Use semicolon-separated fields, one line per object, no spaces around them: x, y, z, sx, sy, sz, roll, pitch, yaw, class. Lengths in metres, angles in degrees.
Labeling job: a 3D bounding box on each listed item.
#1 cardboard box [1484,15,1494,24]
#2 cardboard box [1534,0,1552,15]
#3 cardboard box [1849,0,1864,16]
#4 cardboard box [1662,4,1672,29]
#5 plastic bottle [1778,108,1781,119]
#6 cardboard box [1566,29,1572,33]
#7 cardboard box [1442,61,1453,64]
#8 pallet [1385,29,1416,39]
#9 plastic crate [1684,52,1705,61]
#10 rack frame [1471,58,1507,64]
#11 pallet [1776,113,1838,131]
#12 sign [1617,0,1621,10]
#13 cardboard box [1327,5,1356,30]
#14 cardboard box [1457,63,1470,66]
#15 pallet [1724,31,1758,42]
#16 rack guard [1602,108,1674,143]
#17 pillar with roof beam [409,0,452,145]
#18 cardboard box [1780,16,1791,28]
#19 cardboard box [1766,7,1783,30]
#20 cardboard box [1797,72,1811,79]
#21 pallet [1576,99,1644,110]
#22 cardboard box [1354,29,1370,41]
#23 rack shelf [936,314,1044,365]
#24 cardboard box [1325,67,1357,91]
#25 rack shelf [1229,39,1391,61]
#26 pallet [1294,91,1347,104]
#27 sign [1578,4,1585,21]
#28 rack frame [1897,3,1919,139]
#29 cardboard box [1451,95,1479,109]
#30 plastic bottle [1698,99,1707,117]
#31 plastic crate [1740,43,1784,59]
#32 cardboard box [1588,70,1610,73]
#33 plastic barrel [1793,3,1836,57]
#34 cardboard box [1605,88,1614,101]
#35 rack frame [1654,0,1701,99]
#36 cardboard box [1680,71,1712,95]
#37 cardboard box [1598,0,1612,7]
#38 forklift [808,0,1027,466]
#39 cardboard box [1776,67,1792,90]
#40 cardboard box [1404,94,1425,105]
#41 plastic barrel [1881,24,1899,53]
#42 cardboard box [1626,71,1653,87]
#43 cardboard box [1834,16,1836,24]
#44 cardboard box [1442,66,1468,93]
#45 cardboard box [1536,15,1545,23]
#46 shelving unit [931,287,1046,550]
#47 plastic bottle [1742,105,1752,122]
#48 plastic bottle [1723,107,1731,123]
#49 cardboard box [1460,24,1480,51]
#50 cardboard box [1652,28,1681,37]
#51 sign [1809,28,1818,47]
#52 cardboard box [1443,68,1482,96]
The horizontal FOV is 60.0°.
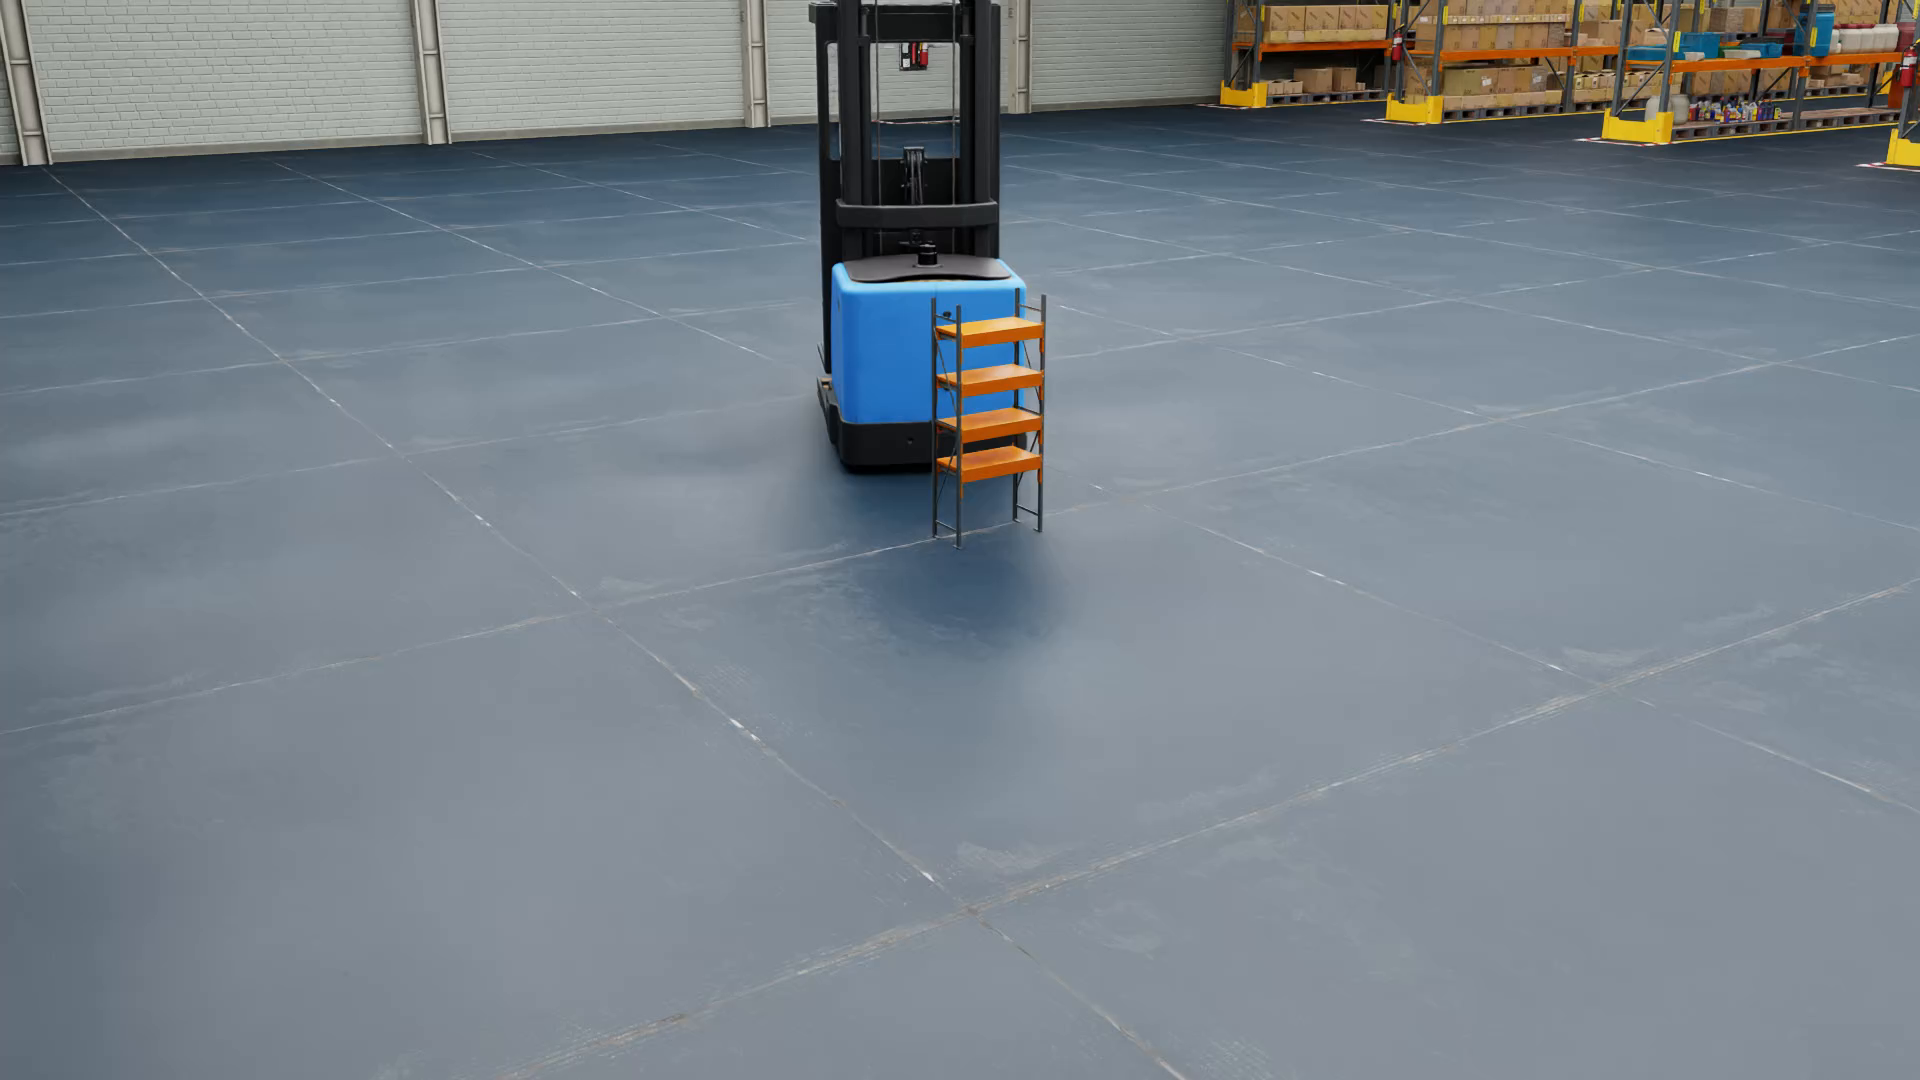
10.159;-10.144;32.397;0.250;0.149;0.380;-13;23;-33;cardboard box
11.404;-10.793;33.304;0.500;0.500;0.700;-12;22;-32;cardboard box
20.713;-12.511;38.849;0.500;0.500;0.500;-11;22;-30;cardboard box
17.823;-13.525;43.098;0.700;0.700;0.980;-13;23;-34;cardboard box
14.782;-7.710;30.049;0.097;0.201;0.097;0;19;0;plastic bottle
14.934;-12.577;41.123;0.250;0.149;0.380;-13;22;-33;cardboard box
11.295;-11.392;39.303;0.500;0.250;0.500;-12;22;-32;cardboard box
10.183;-11.629;38.259;1.213;0.211;1.003;-12;22;-31;pallet
12.497;-8.217;28.277;0.250;0.136;0.298;-12;22;-31;plastic crate
12.805;-12.329;40.029;0.127;3.000;1.000;-12;22;-31;rack frame
15.548;-7.802;30.993;1.213;0.211;1.003;-12;22;-31;pallet
16.453;-13.401;41.516;0.005;0.325;0.100;-12;22;-31;sign
8.400;-11.577;36.837;0.500;0.500;0.500;-13;22;-33;cardboard box
11.739;-11.153;39.766;0.500;0.500;0.700;-12;22;-31;cardboard box
17.155;-11.257;37.160;1.213;0.211;1.003;-12;22;-31;pallet
11.610;-7.112;28.500;0.348;0.500;1.175;-12;22;-31;rack guard
-6.433;-9.794;23.165;0.400;9.000;9.100;-12;22;-31;pillar with roof beam
19.150;-11.913;38.644;0.500;0.500;0.500;-11;22;-31;cardboard box
18.355;-11.932;38.043;0.700;0.500;0.500;14;23;35;cardboard box
19.820;-10.952;39.468;0.500;0.311;0.500;-12;22;-31;cardboard box
13.806;-9.335;35.529;1.213;0.211;1.003;-12;22;-31;pallet
8.815;-11.313;37.226;0.500;0.250;0.500;-12;22;-31;cardboard box
0.138;-0.970;8.013;0.480;0.148;0.258;-12;22;-31;rack shelf
8.620;-10.455;37.703;0.500;0.500;0.500;-14;23;-35;cardboard box
7.794;-10.931;37.019;4.000;0.370;1.077;-12;22;-31;rack shelf
7.903;-9.959;37.375;1.213;0.211;1.003;-12;22;-31;pallet
12.499;-10.599;33.438;0.005;0.325;0.100;-12;22;-31;sign
14.297;-6.945;24.104;0.127;3.000;1.000;-12;22;-31;rack frame
9.837;-8.616;32.684;0.500;0.250;0.500;-12;22;-31;cardboard box
13.343;-7.756;29.952;0.185;0.351;0.144;-11;22;-29;plastic bottle
14.138;-8.636;29.339;0.616;0.251;0.499;-12;22;-31;plastic crate
13.644;-9.878;35.542;0.500;0.311;0.500;-12;22;-32;cardboard box
15.403;-9.199;29.988;0.708;0.901;0.600;-12;22;-31;plastic barrel
13.524;-9.383;34.953;0.500;0.250;0.500;-13;22;-33;cardboard box
15.533;-11.005;36.112;0.127;3.000;1.000;-12;22;-31;rack frame
16.070;-10.033;36.453;0.500;0.500;0.500;-11;22;-29;cardboard box
15.897;-13.436;41.481;0.500;0.250;0.500;-11;22;-30;cardboard box
-0.339;-2.232;10.271;1.130;2.935;3.031;-3;19;-8;forklift
18.619;-10.570;38.042;0.500;0.500;0.500;-12;22;-32;cardboard box
9.137;-8.665;32.830;0.500;0.250;0.500;-12;22;-31;cardboard box
17.512;-9.494;31.468;0.421;0.512;0.421;0;19;0;plastic barrel
14.377;-9.827;35.391;0.500;0.311;0.500;-12;22;-32;cardboard box
19.875;-11.864;38.499;0.500;0.500;0.500;-11;22;-30;cardboard box
9.963;-9.201;33.244;0.500;0.500;0.500;-12;22;-31;cardboard box
11.439;-10.413;33.194;0.250;0.149;0.380;-12;22;-32;cardboard box
0.138;-0.598;8.139;0.503;1.200;0.258;-12;22;-31;shelving unit
13.966;-7.584;29.559;0.135;0.276;0.152;-11;22;-30;plastic bottle
13.457;-7.462;29.189;0.133;0.283;0.061;-11;22;-31;plastic bottle
9.684;-9.815;32.438;0.500;0.500;0.700;-11;22;-30;cardboard box
15.205;-10.910;35.971;0.500;0.311;0.500;-10;21;-28;cardboard box
15.207;-8.956;29.622;0.005;0.325;0.100;-12;22;-31;sign
9.838;-8.971;32.562;0.500;0.500;0.500;-12;22;-31;cardboard box
